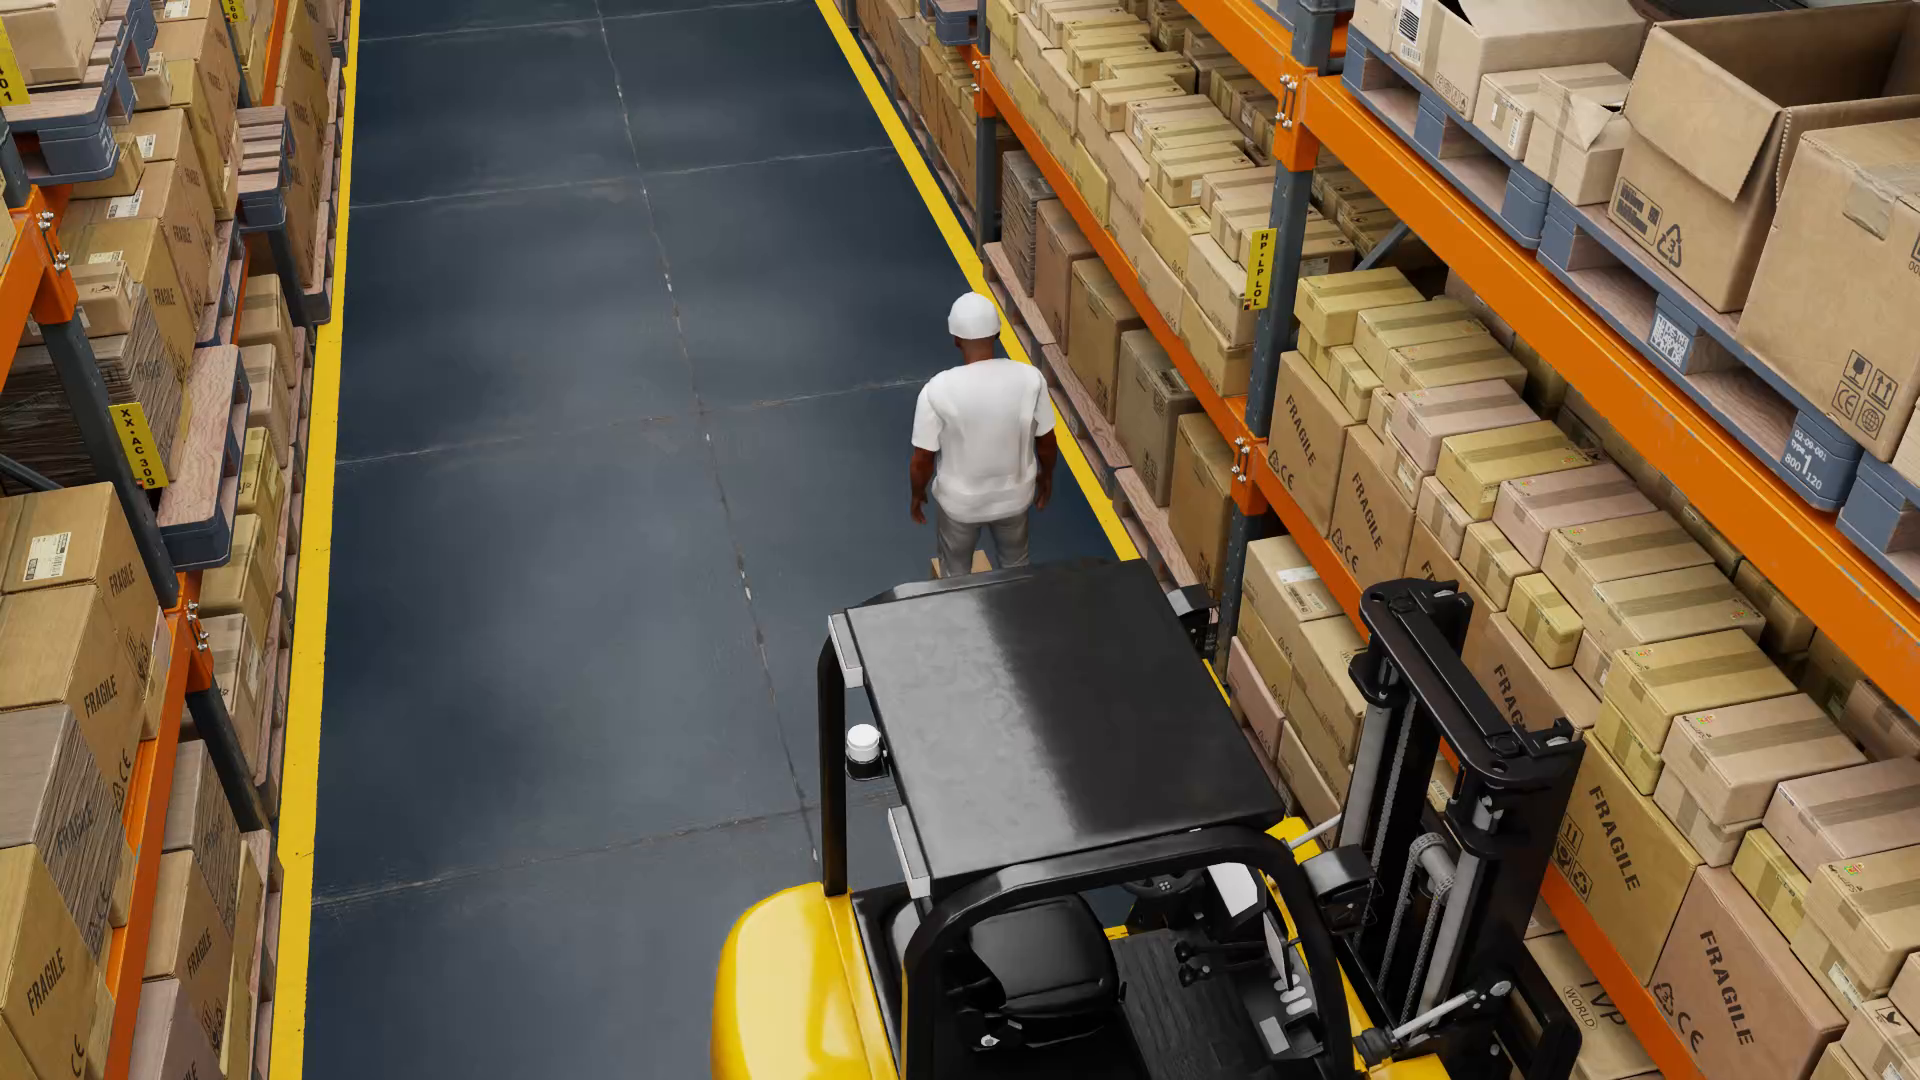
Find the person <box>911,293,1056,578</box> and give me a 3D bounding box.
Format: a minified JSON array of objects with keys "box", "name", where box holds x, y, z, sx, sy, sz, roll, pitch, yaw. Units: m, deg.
[{"box":[0.093,-0.223,6.985,0.630,1.760,0.458,-10,39,-13],"name":"person"}]
